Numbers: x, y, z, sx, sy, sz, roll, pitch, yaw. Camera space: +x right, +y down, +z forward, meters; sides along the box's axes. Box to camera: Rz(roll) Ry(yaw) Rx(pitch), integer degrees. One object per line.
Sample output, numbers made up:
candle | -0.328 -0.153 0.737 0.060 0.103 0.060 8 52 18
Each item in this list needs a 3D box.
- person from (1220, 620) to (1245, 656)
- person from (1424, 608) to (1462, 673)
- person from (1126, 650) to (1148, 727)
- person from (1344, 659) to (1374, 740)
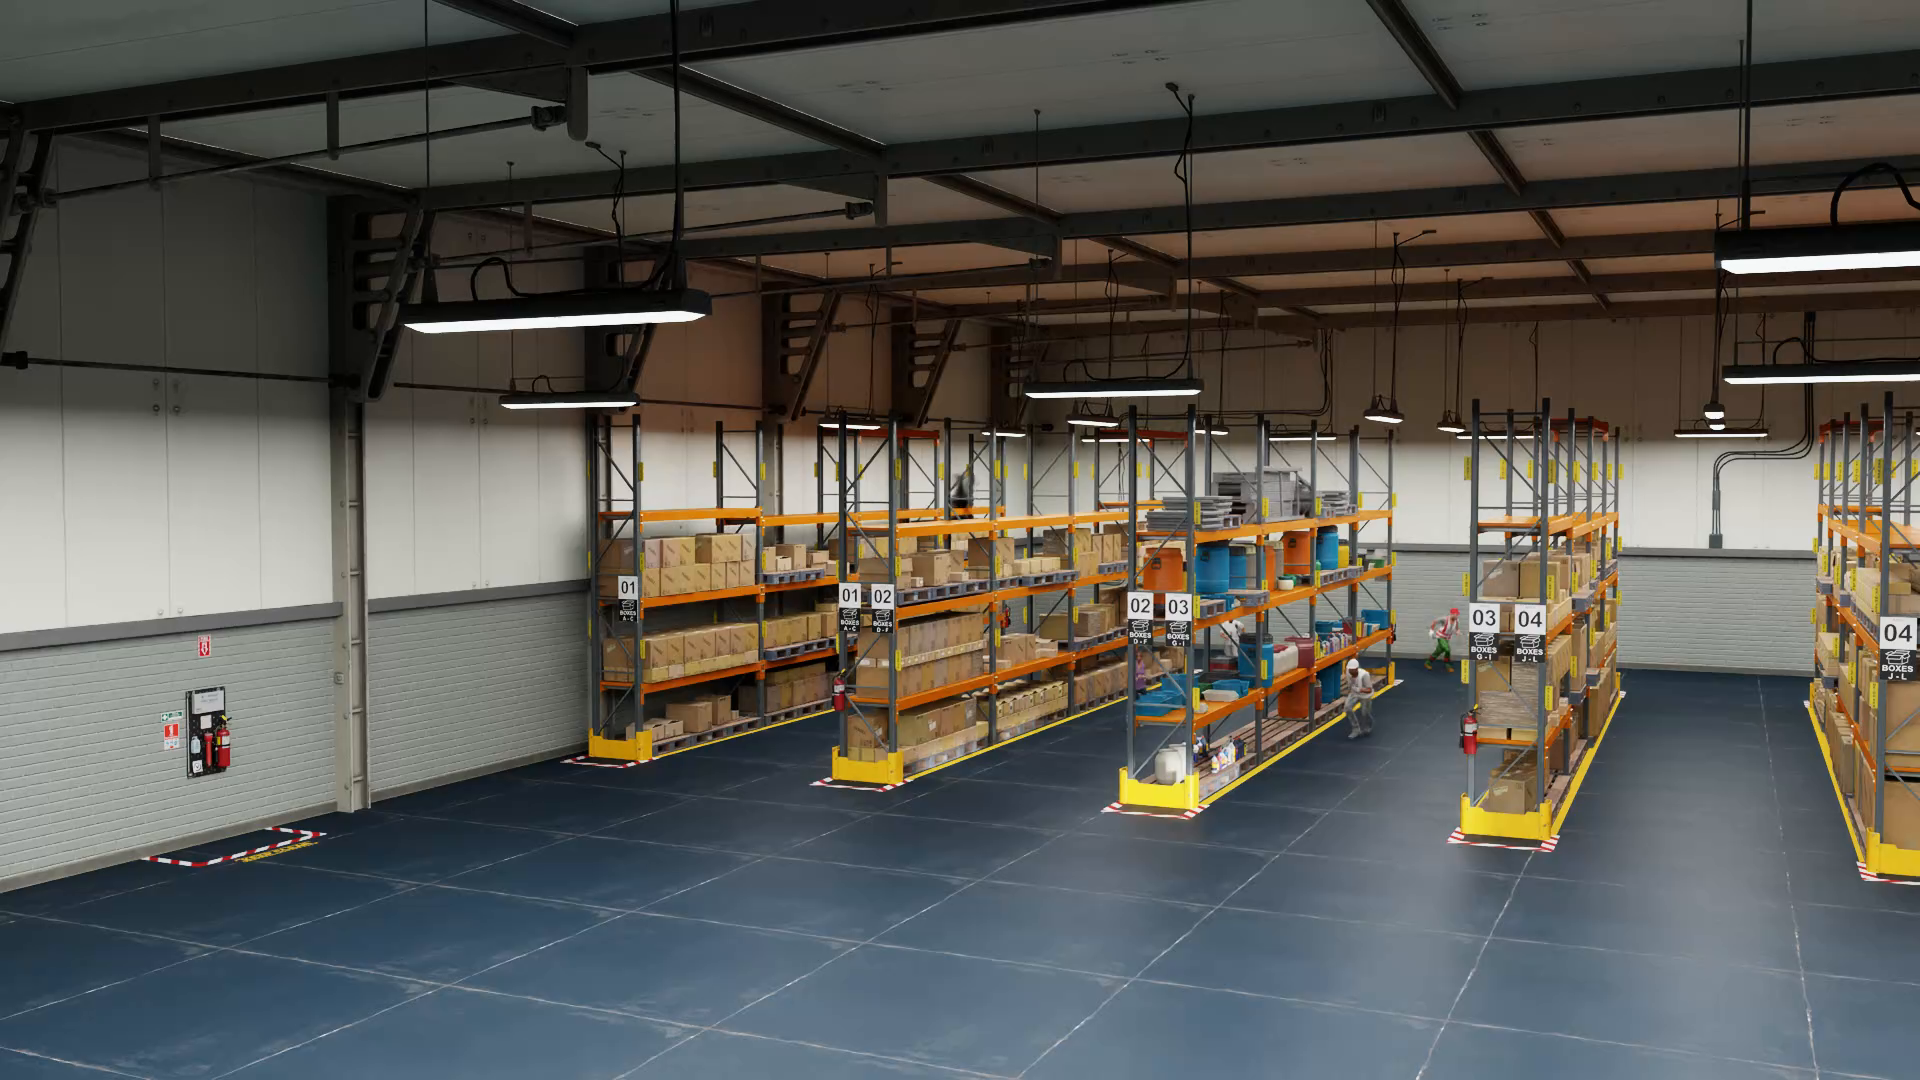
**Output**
person | 6.580 2.530 40.238 0.576 1.641 0.770 1 2 16
person | 12.022 2.473 41.421 0.692 1.605 1.095 -1 3 -27
person | 3.517 2.913 32.515 0.577 1.534 0.762 0 2 -6
person | 7.537 2.962 31.223 0.674 1.529 1.187 2 3 41
